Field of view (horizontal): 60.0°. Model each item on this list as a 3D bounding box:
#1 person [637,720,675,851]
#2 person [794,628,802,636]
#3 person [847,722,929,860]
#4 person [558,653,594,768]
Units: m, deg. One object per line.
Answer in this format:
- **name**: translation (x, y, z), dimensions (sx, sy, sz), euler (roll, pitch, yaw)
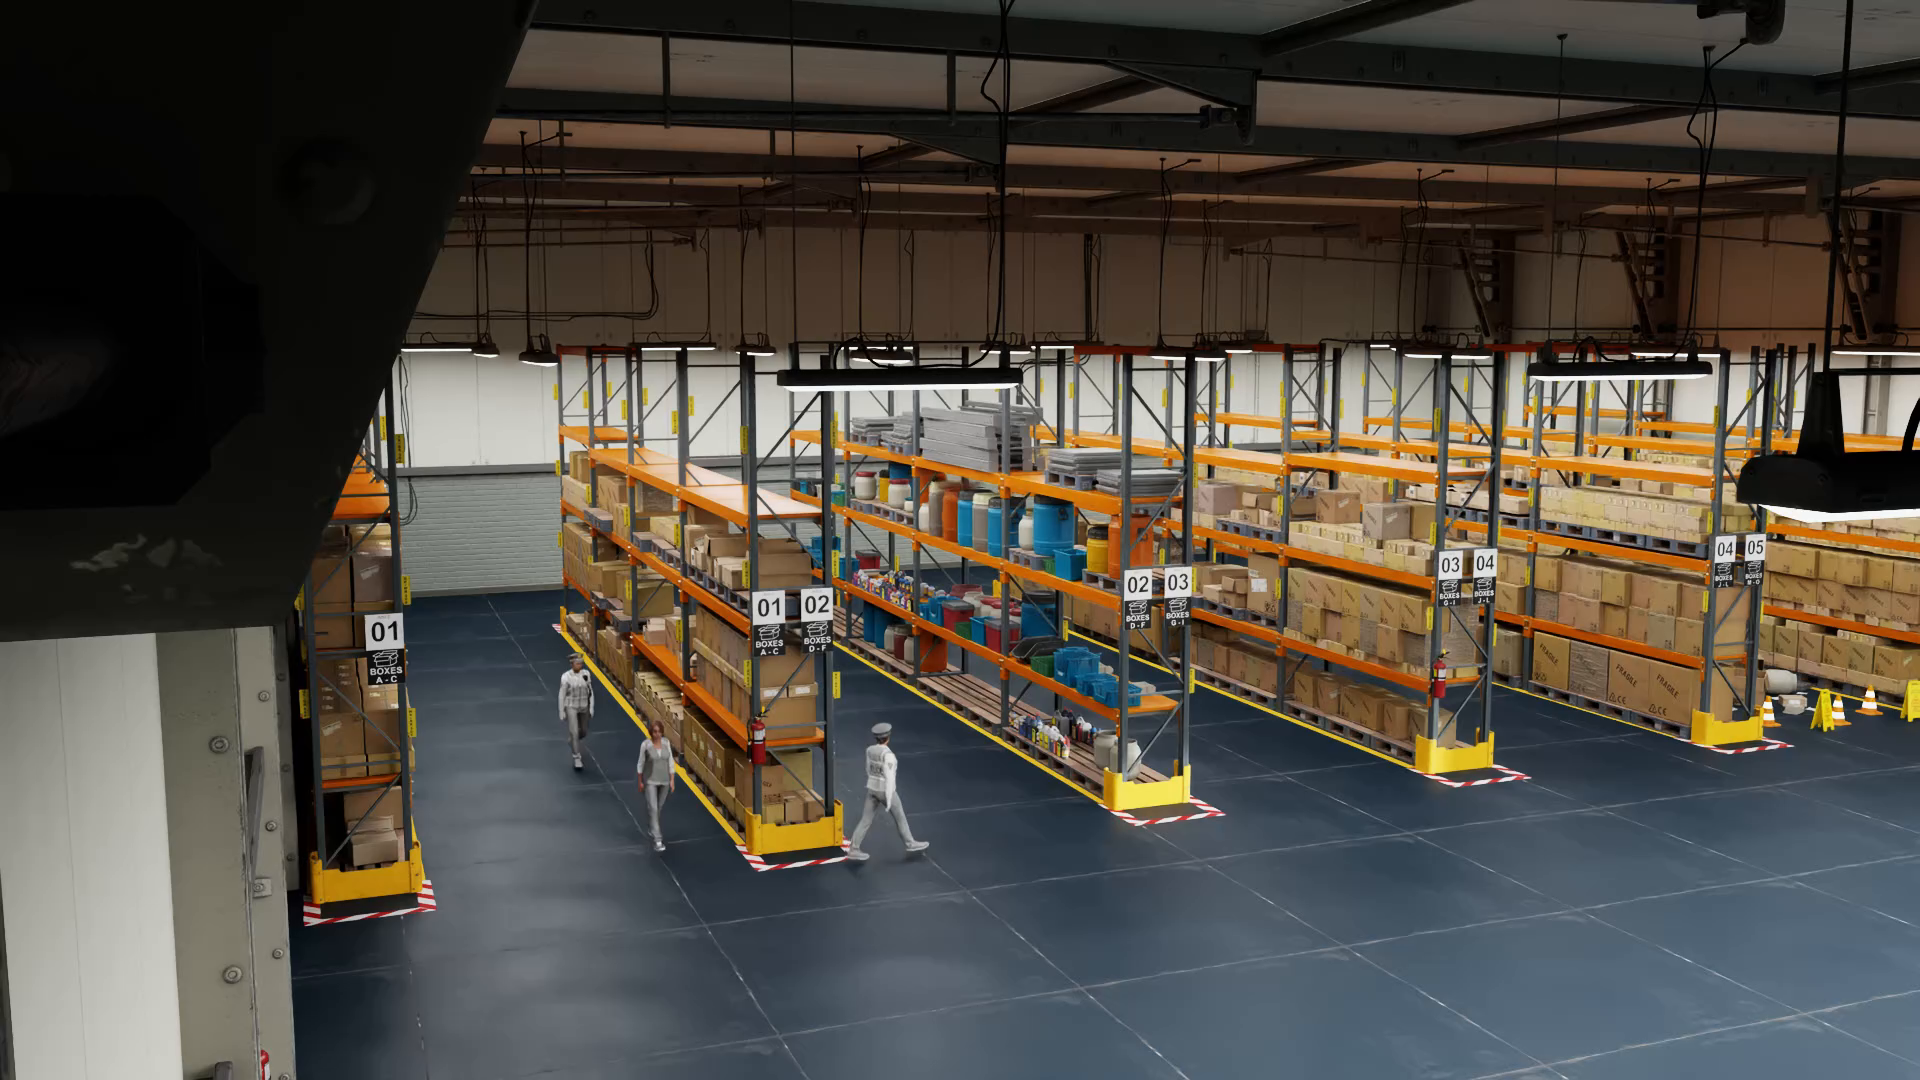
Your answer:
- **person**: translation (-3.682, 2.972, 20.303), dimensions (0.434, 1.546, 0.967), euler (-5, 9, -34)
- **person**: translation (-3.005, 1.462, 31.708), dimensions (0.584, 1.662, 1.078), euler (-3, 8, -24)
- **person**: translation (-0.897, 2.988, 19.939), dimensions (0.555, 1.597, 1.023), euler (7, 10, 44)
- **person**: translation (-5.608, 2.437, 24.291), dimensions (0.516, 1.633, 0.929), euler (-5, 9, -36)
